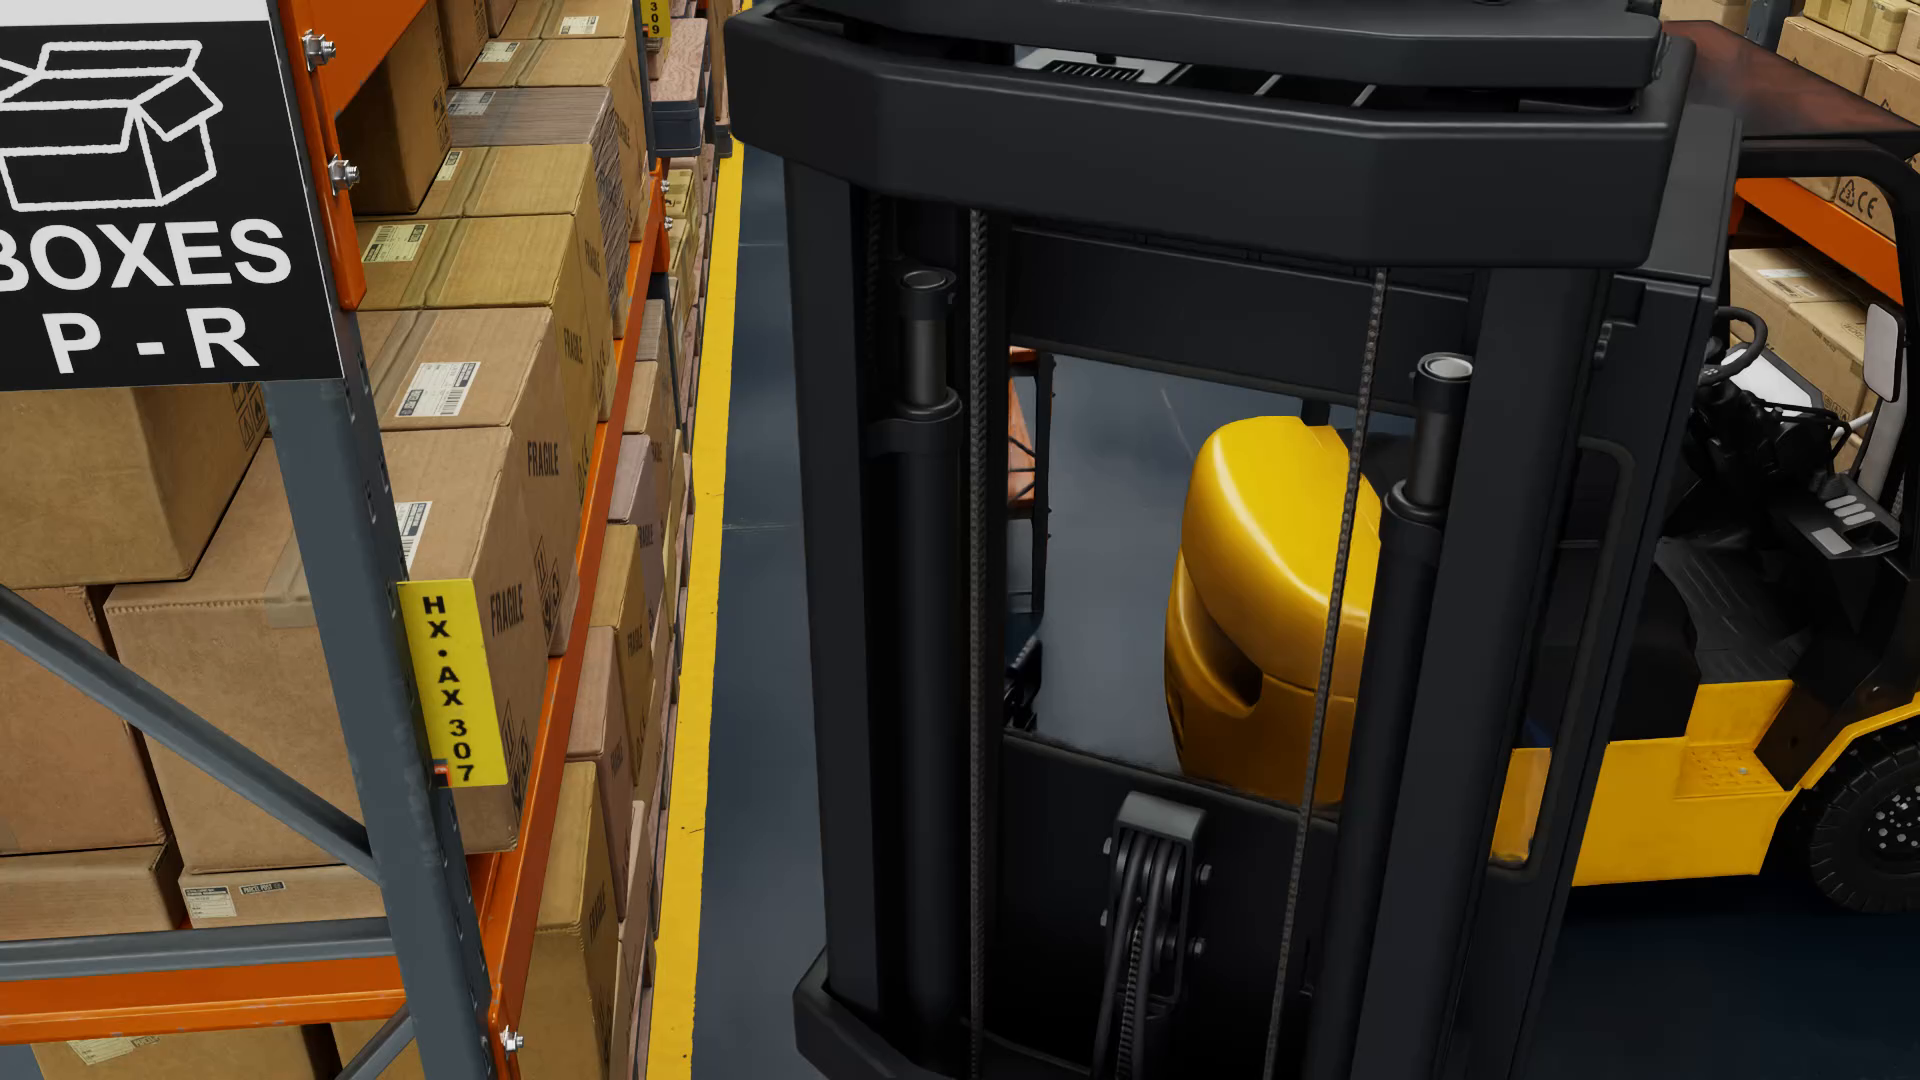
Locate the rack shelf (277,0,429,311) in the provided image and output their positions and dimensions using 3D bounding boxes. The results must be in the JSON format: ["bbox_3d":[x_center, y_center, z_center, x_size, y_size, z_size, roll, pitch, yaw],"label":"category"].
[{"bbox_3d":[-1.387,-1.411,3.464,1.077,0.370,4.000,-3,31,-5],"label":"rack shelf"}]

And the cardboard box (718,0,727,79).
[{"bbox_3d":[-2.009,-3.576,10.974,0.875,0.875,0.875,-2,31,-4],"label":"cardboard box"}]

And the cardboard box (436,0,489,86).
[{"bbox_3d":[-1.723,-1.556,4.568,0.700,0.500,0.500,-3,31,-4],"label":"cardboard box"}]

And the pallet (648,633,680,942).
[{"bbox_3d":[-1.359,0.709,4.856,1.003,0.211,1.213,-3,31,-5],"label":"pallet"}]

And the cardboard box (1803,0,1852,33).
[{"bbox_3d":[3.136,-1.839,5.674,0.380,0.149,0.250,-3,31,-5],"label":"cardboard box"}]

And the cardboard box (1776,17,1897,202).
[{"bbox_3d":[3.149,-1.497,5.733,0.500,0.500,0.500,-4,31,-6],"label":"cardboard box"}]

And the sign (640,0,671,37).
[{"bbox_3d":[-1.034,-1.855,5.586,0.100,0.325,0.005,-3,31,-5],"label":"sign"}]

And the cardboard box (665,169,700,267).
[{"bbox_3d":[-1.763,-1.495,7.981,0.950,0.372,0.625,-2,31,-3],"label":"cardboard box"}]

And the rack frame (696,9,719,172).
[{"bbox_3d":[-1.948,-3.495,9.177,1.000,3.000,0.127,-3,31,-5],"label":"rack frame"}]

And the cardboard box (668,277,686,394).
[{"bbox_3d":[-1.625,-0.773,6.772,0.950,0.372,0.625,-2,31,-4],"label":"cardboard box"}]

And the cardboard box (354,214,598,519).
[{"bbox_3d":[-1.069,-0.361,3.542,0.500,0.500,0.500,-3,31,-6],"label":"cardboard box"}]

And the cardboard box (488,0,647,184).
[{"bbox_3d":[-1.285,-1.409,5.296,0.500,0.500,0.500,-4,31,-6],"label":"cardboard box"}]

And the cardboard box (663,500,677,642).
[{"bbox_3d":[-1.191,0.107,5.417,0.500,0.250,0.500,-4,31,-6],"label":"cardboard box"}]

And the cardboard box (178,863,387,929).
[{"bbox_3d":[-1.026,0.513,2.710,0.380,0.149,0.250,-3,31,-4],"label":"cardboard box"}]

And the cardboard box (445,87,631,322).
[{"bbox_3d":[-1.177,-0.882,4.414,0.500,0.500,0.500,-2,31,-3],"label":"cardboard box"}]

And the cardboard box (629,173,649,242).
[{"bbox_3d":[-1.210,-1.069,5.359,0.380,0.149,0.250,-2,31,-3],"label":"cardboard box"}]

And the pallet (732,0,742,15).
[{"bbox_3d":[-2.174,-3.950,12.657,1.003,0.211,1.213,-3,31,-5],"label":"pallet"}]

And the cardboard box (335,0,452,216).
[{"bbox_3d":[-1.563,-1.037,3.698,0.700,0.500,0.500,-3,31,-5],"label":"cardboard box"}]

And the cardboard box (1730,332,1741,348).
[{"bbox_3d":[3.106,-0.646,6.190,0.500,0.250,0.500,-3,31,-5],"label":"cardboard box"}]

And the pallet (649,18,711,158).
[{"bbox_3d":[-1.500,-1.768,6.472,1.003,0.211,1.213,-3,31,-5],"label":"pallet"}]

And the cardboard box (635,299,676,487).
[{"bbox_3d":[-1.251,-0.486,5.679,0.500,0.500,0.500,-3,31,-5],"label":"cardboard box"}]

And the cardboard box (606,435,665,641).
[{"bbox_3d":[-1.153,0.034,4.808,0.500,0.500,0.500,-1,31,-2],"label":"cardboard box"}]

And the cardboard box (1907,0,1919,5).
[{"bbox_3d":[3.234,-1.837,5.380,0.380,0.149,0.250,-2,31,-4],"label":"cardboard box"}]

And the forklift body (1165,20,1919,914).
[{"bbox_3d":[1.748,-0.167,4.432,2.313,2.155,1.214,-3,31,-5],"label":"forklift body"}]

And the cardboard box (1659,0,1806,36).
[{"bbox_3d":[3.067,-2.082,6.469,0.500,0.250,0.500,-3,31,-6],"label":"cardboard box"}]

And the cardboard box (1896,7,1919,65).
[{"bbox_3d":[3.214,-1.575,5.232,0.380,0.149,0.250,-3,31,-5],"label":"cardboard box"}]

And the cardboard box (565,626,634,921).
[{"bbox_3d":[-1.056,0.563,3.922,0.500,0.500,0.500,-4,31,-6],"label":"cardboard box"}]

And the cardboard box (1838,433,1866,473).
[{"bbox_3d":[3.190,-0.131,5.329,0.500,0.250,0.500,-3,31,-5],"label":"cardboard box"}]

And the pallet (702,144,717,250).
[{"bbox_3d":[-1.876,-1.899,9.224,1.003,0.211,1.213,-3,31,-5],"label":"pallet"}]

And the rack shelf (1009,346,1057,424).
[{"bbox_3d":[-0.001,-0.738,5.817,0.538,0.278,1.000,-3,31,-5],"label":"rack shelf"}]

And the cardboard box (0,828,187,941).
[{"bbox_3d":[-1.448,0.516,2.706,0.380,0.149,0.250,-2,31,-3],"label":"cardboard box"}]

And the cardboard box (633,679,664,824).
[{"bbox_3d":[-1.104,0.625,4.550,0.500,0.250,0.500,-1,31,-1],"label":"cardboard box"}]

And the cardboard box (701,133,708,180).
[{"bbox_3d":[-1.905,-2.259,9.259,0.950,0.372,0.625,-5,31,-8],"label":"cardboard box"}]

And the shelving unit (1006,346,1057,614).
[{"bbox_3d":[-0.001,-0.486,5.967,0.538,1.125,1.048,-3,31,-5],"label":"shelving unit"}]

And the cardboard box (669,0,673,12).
[{"bbox_3d":[-1.379,-2.313,6.400,0.500,0.500,0.500,-3,31,-4],"label":"cardboard box"}]

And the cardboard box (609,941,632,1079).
[{"bbox_3d":[-1.000,1.164,3.648,0.500,0.250,0.500,-3,31,-5],"label":"cardboard box"}]

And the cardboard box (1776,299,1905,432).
[{"bbox_3d":[3.138,-0.598,5.624,0.500,0.250,0.500,-3,31,-5],"label":"cardboard box"}]

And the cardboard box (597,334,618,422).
[{"bbox_3d":[-1.088,-0.416,4.266,0.380,0.149,0.250,-2,31,-4],"label":"cardboard box"}]

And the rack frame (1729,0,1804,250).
[{"bbox_3d":[3.368,-1.693,6.159,1.000,3.000,0.127,-3,31,-5],"label":"rack frame"}]

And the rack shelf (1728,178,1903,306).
[{"bbox_3d":[3.555,-0.363,4.634,1.077,0.370,4.000,-3,31,-5],"label":"rack shelf"}]

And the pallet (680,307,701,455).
[{"bbox_3d":[-1.648,-0.654,7.138,1.003,0.211,1.213,-3,31,-5],"label":"pallet"}]

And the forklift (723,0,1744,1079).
[{"bbox_3d":[0.472,0.354,2.799,1.130,2.935,3.031,13,33,20],"label":"forklift"}]

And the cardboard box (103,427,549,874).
[{"bbox_3d":[-0.968,0.163,2.664,0.500,0.500,0.500,-3,31,-5],"label":"cardboard box"}]

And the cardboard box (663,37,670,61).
[{"bbox_3d":[-1.325,-1.951,6.426,0.380,0.149,0.250,-2,31,-4],"label":"cardboard box"}]
